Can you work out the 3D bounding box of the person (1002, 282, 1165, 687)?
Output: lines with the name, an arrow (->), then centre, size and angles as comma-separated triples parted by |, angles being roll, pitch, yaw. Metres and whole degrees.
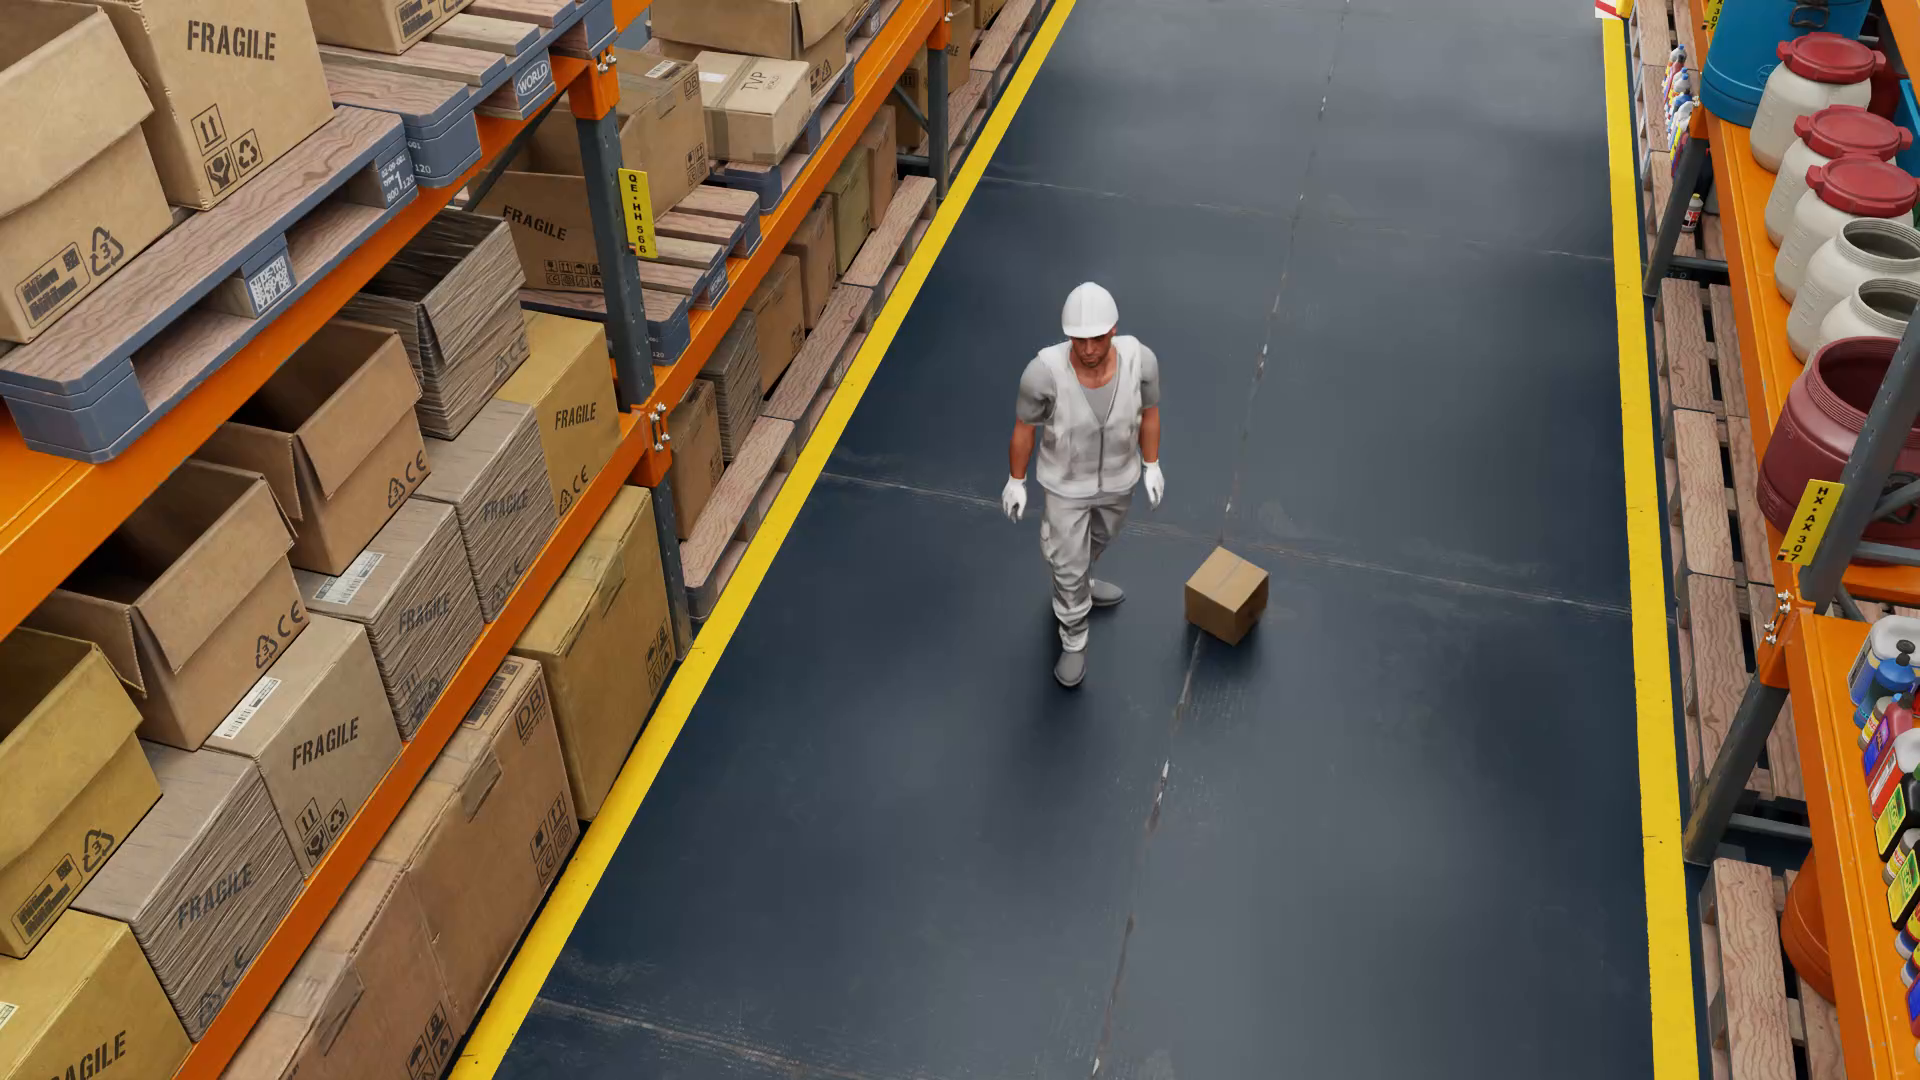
person -> 0.469, -0.262, 6.450 | 0.628, 1.779, 0.605 | -10, 42, -12
